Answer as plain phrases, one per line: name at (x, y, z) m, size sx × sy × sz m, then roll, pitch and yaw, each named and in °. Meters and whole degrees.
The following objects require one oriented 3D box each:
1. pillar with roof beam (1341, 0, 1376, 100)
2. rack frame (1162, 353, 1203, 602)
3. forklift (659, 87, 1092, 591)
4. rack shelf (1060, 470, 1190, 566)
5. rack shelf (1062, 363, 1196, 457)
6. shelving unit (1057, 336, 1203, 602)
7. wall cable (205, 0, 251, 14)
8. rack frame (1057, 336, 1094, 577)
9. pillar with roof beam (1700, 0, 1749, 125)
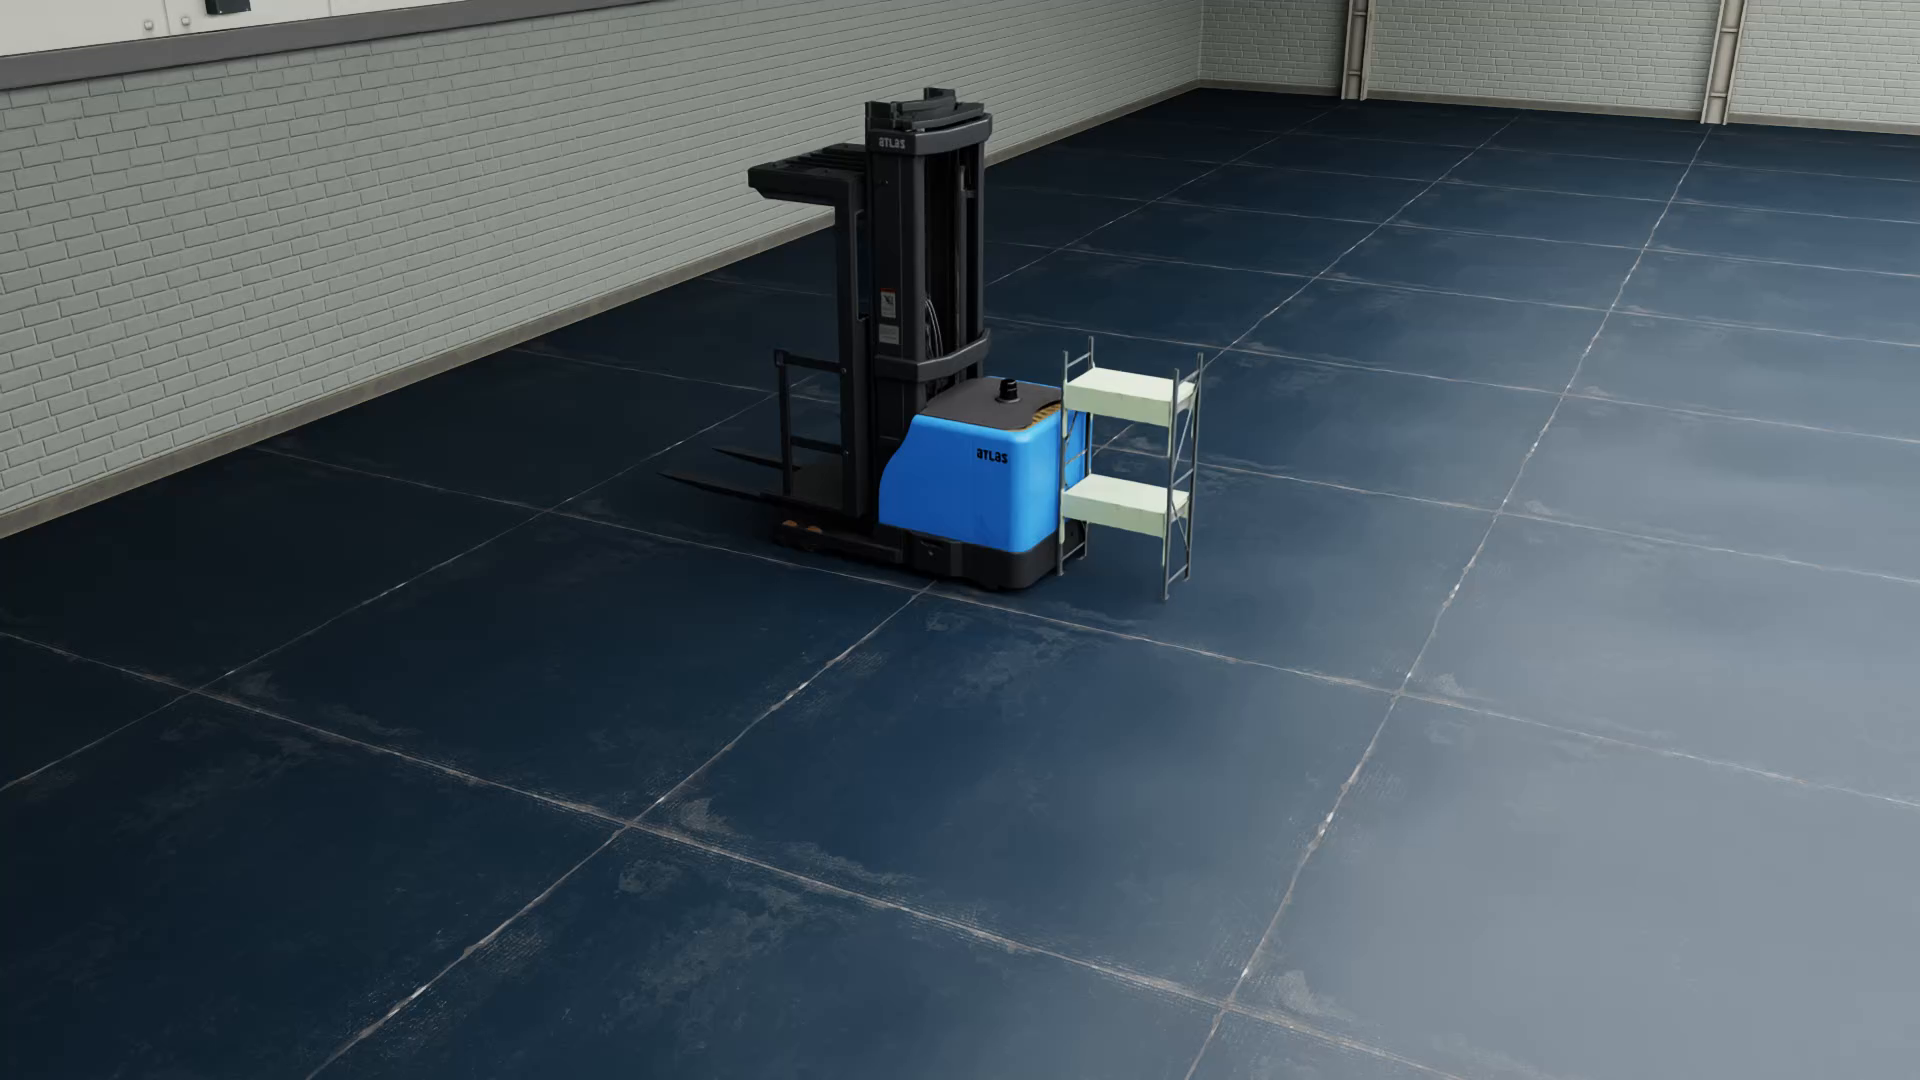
pillar with roof beam at (5.150, -10.590, 24.652) m, size 0.400 × 9.000 × 9.100 m, roll 11°, pitch 25°, yaw 25°
rack frame at (1.365, -0.376, 10.219) m, size 0.023 × 1.500 × 0.400 m, roll 13°, pitch 26°, yaw 27°
forklift at (-0.661, -1.437, 10.884) m, size 3.031 × 2.935 × 1.130 m, roll 13°, pitch 26°, yaw 27°
rack shelf at (1.048, -0.148, 10.514) m, size 0.720 × 0.370 × 0.431 m, roll 13°, pitch 26°, yaw 27°
rack shelf at (1.048, -0.807, 10.234) m, size 0.720 × 0.370 × 0.431 m, roll 13°, pitch 26°, yaw 27°
shelving unit at (1.048, -0.448, 10.386) m, size 0.755 × 1.500 × 0.431 m, roll 13°, pitch 26°, yaw 27°
wall cable at (-4.855, -6.951, 11.752) m, size 0.169 × 6.003 × 2.305 m, roll 11°, pitch 25°, yaw 25°
rack frame at (0.730, -0.519, 10.554) m, size 0.023 × 1.500 × 0.400 m, roll 13°, pitch 26°, yaw 27°
pillar with roof beam at (10.505, -9.530, 22.161) m, size 0.400 × 9.000 × 9.100 m, roll 11°, pitch 25°, yaw 25°
